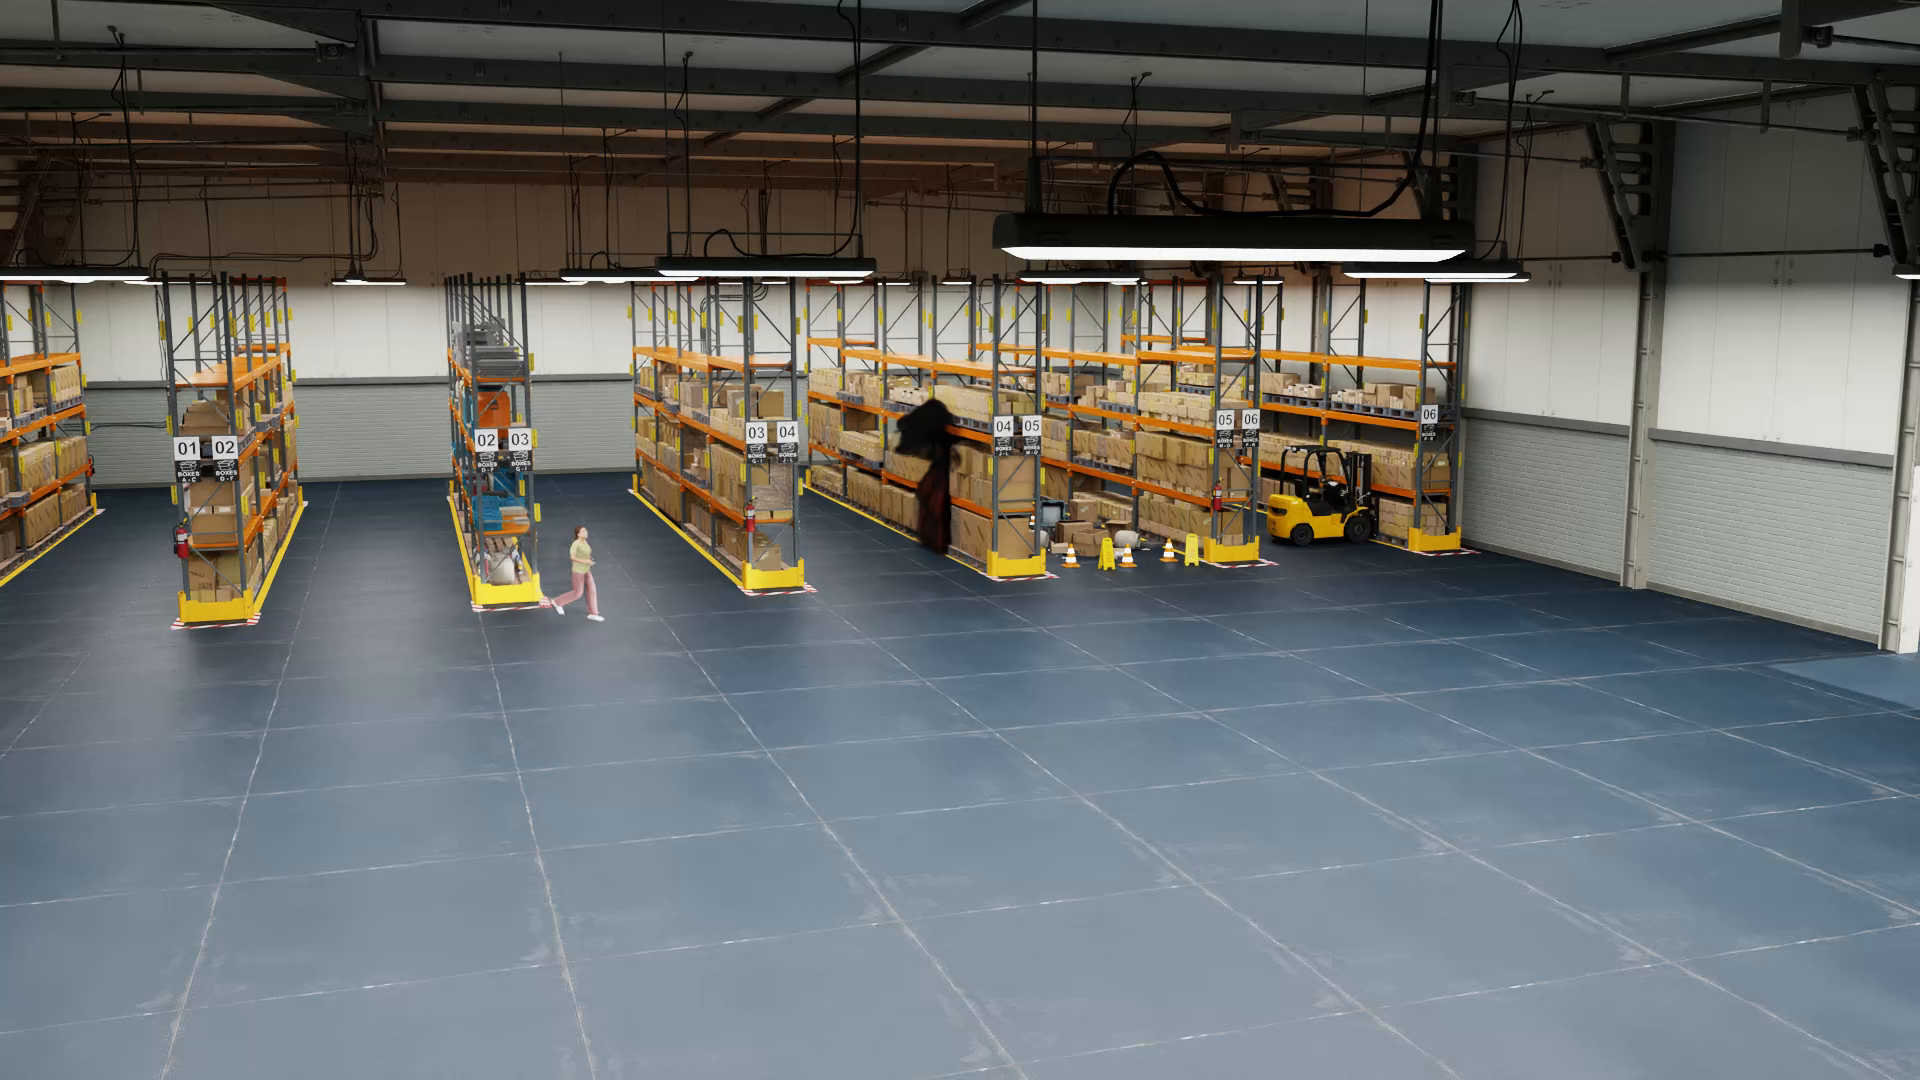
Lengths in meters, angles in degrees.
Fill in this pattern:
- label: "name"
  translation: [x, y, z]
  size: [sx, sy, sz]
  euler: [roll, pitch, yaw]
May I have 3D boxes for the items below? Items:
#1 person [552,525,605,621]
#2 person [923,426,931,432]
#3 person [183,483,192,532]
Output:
- label: "person"
  translation: [-6.624, 0.569, 28.879]
  size: [0.911, 1.670, 0.587]
  euler: [2, 9, 14]
- label: "person"
  translation: [-0.987, -2.766, 50.731]
  size: [0.841, 1.674, 0.587]
  euler: [-1, 9, -10]
- label: "person"
  translation: [-17.418, -0.865, 37.804]
  size: [0.696, 1.828, 0.917]
  euler: [-4, 9, -25]
